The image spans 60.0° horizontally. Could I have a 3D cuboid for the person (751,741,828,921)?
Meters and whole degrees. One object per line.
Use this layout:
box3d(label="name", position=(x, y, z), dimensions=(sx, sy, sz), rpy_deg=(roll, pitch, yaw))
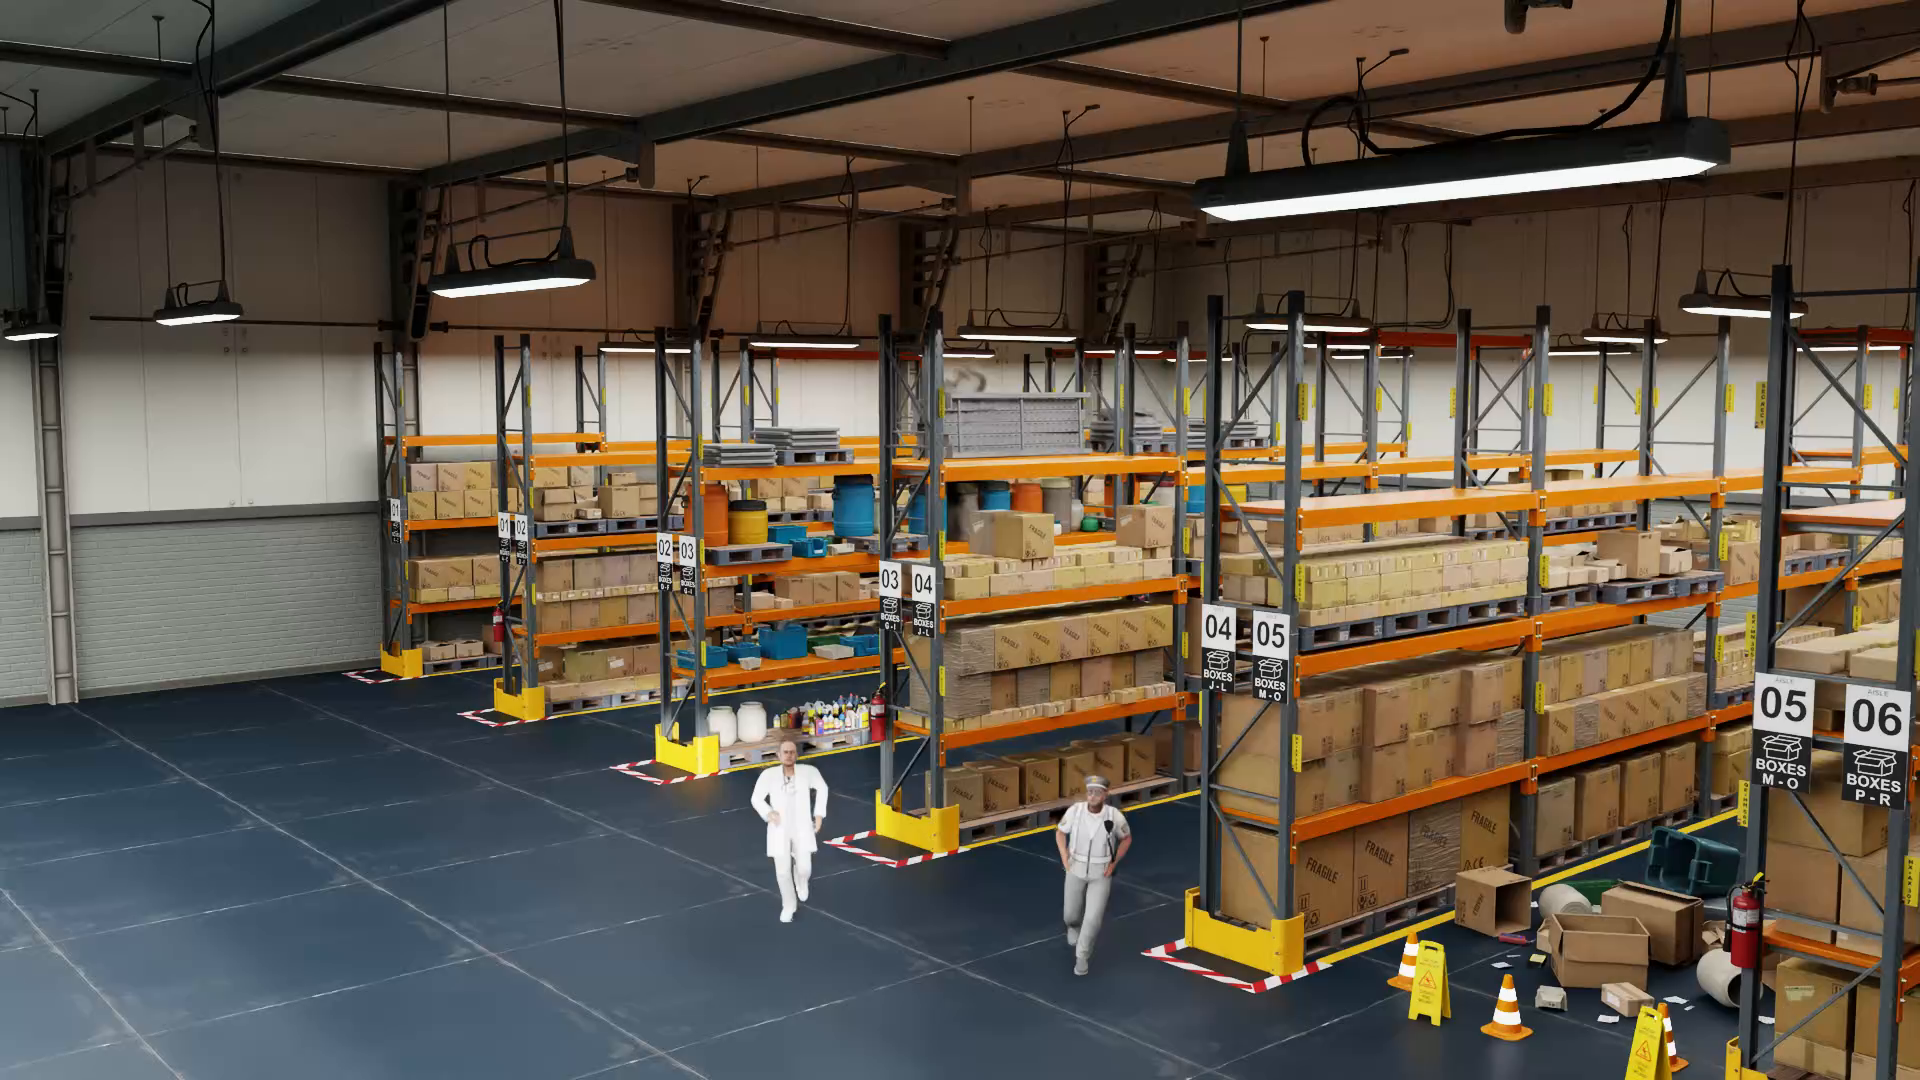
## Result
box3d(label="person", position=(-1.655, 2.791, 16.212), dimensions=(0.754, 1.668, 0.647), rpy_deg=(-1, 5, -8))

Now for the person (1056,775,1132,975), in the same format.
box3d(label="person", position=(1.196, 2.950, 14.923), dimensions=(0.682, 1.756, 0.698), rpy_deg=(1, 5, 11))

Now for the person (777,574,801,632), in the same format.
box3d(label="person", position=(-3.251, 1.461, 31.575), dimensions=(0.593, 1.650, 0.561), rpy_deg=(5, 7, 42))
